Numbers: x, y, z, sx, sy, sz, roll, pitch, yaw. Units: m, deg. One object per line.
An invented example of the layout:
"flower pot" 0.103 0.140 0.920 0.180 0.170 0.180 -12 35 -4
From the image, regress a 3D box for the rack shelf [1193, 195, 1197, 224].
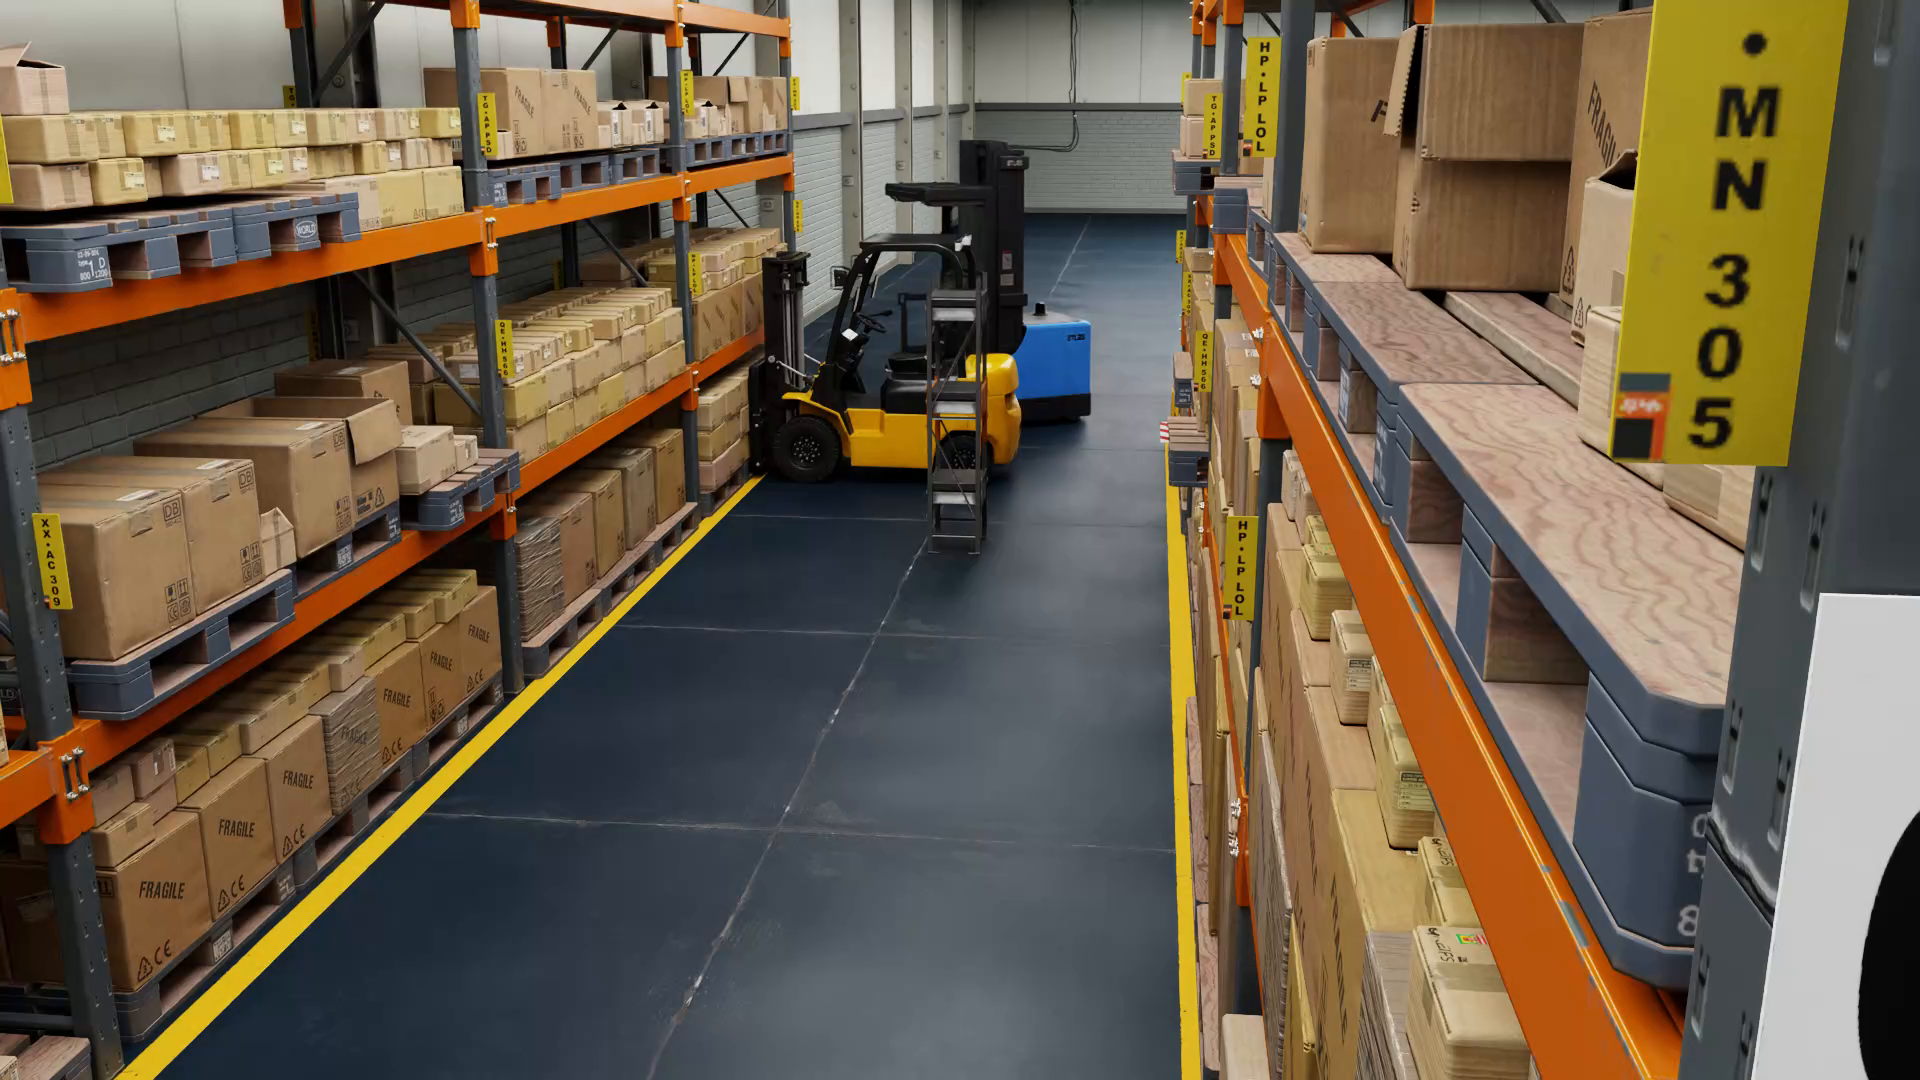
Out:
"rack shelf" 2.520 -3.073 14.413 1.077 0.370 4.000 2 15 6

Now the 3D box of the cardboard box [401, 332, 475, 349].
"cardboard box" -3.287 -1.216 10.477 0.380 0.149 0.250 1 15 5

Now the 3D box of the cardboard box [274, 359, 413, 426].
"cardboard box" -3.303 -0.684 8.949 0.500 0.500 0.500 2 15 9

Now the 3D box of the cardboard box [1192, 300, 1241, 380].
"cardboard box" 1.721 -1.203 10.297 0.500 0.500 0.500 1 15 2

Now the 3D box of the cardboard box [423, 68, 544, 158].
"cardboard box" -2.766 -2.490 9.689 0.500 0.500 0.500 2 15 7

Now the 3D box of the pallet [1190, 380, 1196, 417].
"pallet" 2.026 -0.839 10.884 1.003 0.211 1.213 2 15 6

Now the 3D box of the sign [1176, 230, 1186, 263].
"sign" 2.206 -2.925 16.575 0.100 0.325 0.005 2 15 6

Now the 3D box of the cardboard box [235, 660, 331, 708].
"cardboard box" -3.149 0.670 7.680 0.380 0.149 0.250 2 15 6

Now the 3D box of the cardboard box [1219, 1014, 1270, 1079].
"cardboard box" 1.214 1.815 4.809 0.875 0.438 0.875 1 15 5

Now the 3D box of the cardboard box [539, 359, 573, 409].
"cardboard box" -2.739 -0.968 10.327 0.500 0.250 0.500 2 15 8

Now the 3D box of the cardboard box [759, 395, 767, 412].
"cardboard box" -2.096 -1.224 15.448 0.500 0.250 0.500 2 15 6

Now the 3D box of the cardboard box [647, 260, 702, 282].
"cardboard box" -2.307 -2.178 13.467 0.380 0.149 0.250 2 15 7

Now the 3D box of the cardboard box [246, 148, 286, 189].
"cardboard box" -2.962 -1.498 6.696 0.380 0.149 0.250 2 15 8

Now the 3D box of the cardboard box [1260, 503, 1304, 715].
"cardboard box" 1.097 0.206 4.545 0.500 0.500 0.500 2 15 7

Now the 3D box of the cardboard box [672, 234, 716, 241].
"cardboard box" -2.559 -2.861 15.993 0.380 0.149 0.250 2 15 7

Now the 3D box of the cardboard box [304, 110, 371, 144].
"cardboard box" -2.955 -1.905 7.666 0.380 0.149 0.250 1 15 5

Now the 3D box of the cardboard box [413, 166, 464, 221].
"cardboard box" -2.906 -1.797 8.602 0.500 0.250 0.500 1 15 4

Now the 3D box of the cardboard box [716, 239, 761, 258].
"cardboard box" -2.062 -2.709 15.428 0.380 0.149 0.250 2 15 7

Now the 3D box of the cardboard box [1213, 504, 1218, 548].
"cardboard box" 1.497 -0.091 8.039 0.500 0.250 0.500 1 15 5

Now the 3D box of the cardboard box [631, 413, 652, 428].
"cardboard box" -2.775 -1.091 13.996 0.500 0.250 0.500 2 15 7

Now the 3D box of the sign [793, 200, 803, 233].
"sign" -1.649 -3.290 16.912 0.100 0.325 0.005 2 15 6

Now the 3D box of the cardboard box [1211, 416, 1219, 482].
"cardboard box" 1.540 -0.461 8.451 0.500 0.250 0.500 2 15 6

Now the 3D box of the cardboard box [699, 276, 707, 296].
"cardboard box" -2.313 -2.103 13.758 0.380 0.149 0.250 2 15 8

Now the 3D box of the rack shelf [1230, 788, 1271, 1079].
"rack shelf" 1.166 1.487 3.295 1.077 0.370 4.000 2 15 6

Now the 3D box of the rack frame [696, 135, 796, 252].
"rack frame" -2.187 -2.637 17.167 1.000 3.000 0.127 2 15 6

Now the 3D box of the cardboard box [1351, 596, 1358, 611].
"cardboard box" 1.004 0.184 3.386 0.380 0.149 0.250 2 15 6

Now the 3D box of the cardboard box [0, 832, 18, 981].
"cardboard box" -3.779 1.344 6.431 0.500 0.500 0.500 2 15 6

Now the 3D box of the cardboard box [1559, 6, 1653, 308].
"cardboard box" 1.317 -0.607 2.728 0.500 0.500 0.500 2 15 7

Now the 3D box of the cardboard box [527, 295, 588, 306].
"cardboard box" -3.002 -1.743 12.427 0.380 0.149 0.250 2 15 6

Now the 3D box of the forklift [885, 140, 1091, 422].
"forklift" -0.155 -2.649 17.342 3.031 2.935 1.130 -7 17 -24

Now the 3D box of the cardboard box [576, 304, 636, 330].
"cardboard box" -2.537 -1.598 11.891 0.380 0.149 0.250 1 15 5

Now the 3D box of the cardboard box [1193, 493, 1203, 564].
"cardboard box" 2.160 -0.066 11.888 0.950 0.372 0.625 3 15 10

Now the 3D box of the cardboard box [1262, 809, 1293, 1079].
"cardboard box" 0.955 0.946 3.726 0.500 0.500 0.500 2 15 7

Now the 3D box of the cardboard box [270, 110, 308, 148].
"cardboard box" -2.956 -1.711 6.913 0.380 0.149 0.250 2 15 7

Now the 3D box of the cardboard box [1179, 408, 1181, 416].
"cardboard box" 2.323 -1.386 15.567 0.500 0.500 0.500 1 15 4

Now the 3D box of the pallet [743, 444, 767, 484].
"pallet" -2.372 -0.776 15.625 1.003 0.211 1.213 2 15 6

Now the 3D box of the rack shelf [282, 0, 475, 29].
"rack shelf" -3.315 -2.399 6.938 1.077 0.370 4.000 2 15 6

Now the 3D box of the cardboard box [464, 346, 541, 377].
"cardboard box" -2.732 -1.066 9.925 0.380 0.149 0.250 2 15 7

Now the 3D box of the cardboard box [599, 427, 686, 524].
"cardboard box" -2.686 -0.520 13.083 0.875 0.625 0.625 2 15 9

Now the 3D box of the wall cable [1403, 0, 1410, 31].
"wall cable" 11.302 -15.243 45.777 2.305 6.003 0.169 2 15 6

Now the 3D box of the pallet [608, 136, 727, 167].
"pallet" -2.568 -3.226 13.771 1.003 0.211 1.213 2 15 6

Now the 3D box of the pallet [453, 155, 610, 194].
"pallet" -2.979 -2.387 10.860 1.003 0.211 1.213 2 15 9

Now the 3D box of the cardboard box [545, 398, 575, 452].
"cardboard box" -2.735 -0.728 10.394 0.500 0.250 0.500 1 15 5

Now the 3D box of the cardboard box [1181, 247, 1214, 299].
"cardboard box" 2.417 -2.569 16.153 0.500 0.500 0.500 1 15 5

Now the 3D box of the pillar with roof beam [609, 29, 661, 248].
"pillar with roof beam" 1.117 -5.252 15.345 9.100 9.000 0.400 2 15 6

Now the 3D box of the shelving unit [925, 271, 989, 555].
"shelving unit" -0.019 -0.971 12.729 0.431 2.100 0.503 2 15 6

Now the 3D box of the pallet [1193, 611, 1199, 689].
"pallet" 1.933 0.727 10.069 1.003 0.211 1.213 2 15 6

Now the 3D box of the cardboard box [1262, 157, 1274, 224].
"cardboard box" 1.282 -1.222 5.553 0.500 0.311 0.500 2 15 6

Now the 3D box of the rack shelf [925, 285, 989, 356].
"rack shelf" -0.019 -1.633 12.550 0.431 0.518 0.480 2 15 6

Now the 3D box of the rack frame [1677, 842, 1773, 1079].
"rack frame" 0.940 1.658 1.283 1.000 3.000 0.127 2 15 6

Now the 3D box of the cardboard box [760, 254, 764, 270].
"cardboard box" -2.059 -2.633 15.717 0.380 0.149 0.250 1 15 4

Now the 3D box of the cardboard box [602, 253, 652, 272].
"cardboard box" -2.816 -2.329 14.024 0.380 0.149 0.250 2 15 6

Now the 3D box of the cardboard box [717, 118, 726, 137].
"cardboard box" -2.199 -3.484 14.038 0.380 0.149 0.250 2 15 8

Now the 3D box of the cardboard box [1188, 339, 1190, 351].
"cardboard box" 2.139 -1.689 14.142 0.380 0.149 0.250 1 15 5
